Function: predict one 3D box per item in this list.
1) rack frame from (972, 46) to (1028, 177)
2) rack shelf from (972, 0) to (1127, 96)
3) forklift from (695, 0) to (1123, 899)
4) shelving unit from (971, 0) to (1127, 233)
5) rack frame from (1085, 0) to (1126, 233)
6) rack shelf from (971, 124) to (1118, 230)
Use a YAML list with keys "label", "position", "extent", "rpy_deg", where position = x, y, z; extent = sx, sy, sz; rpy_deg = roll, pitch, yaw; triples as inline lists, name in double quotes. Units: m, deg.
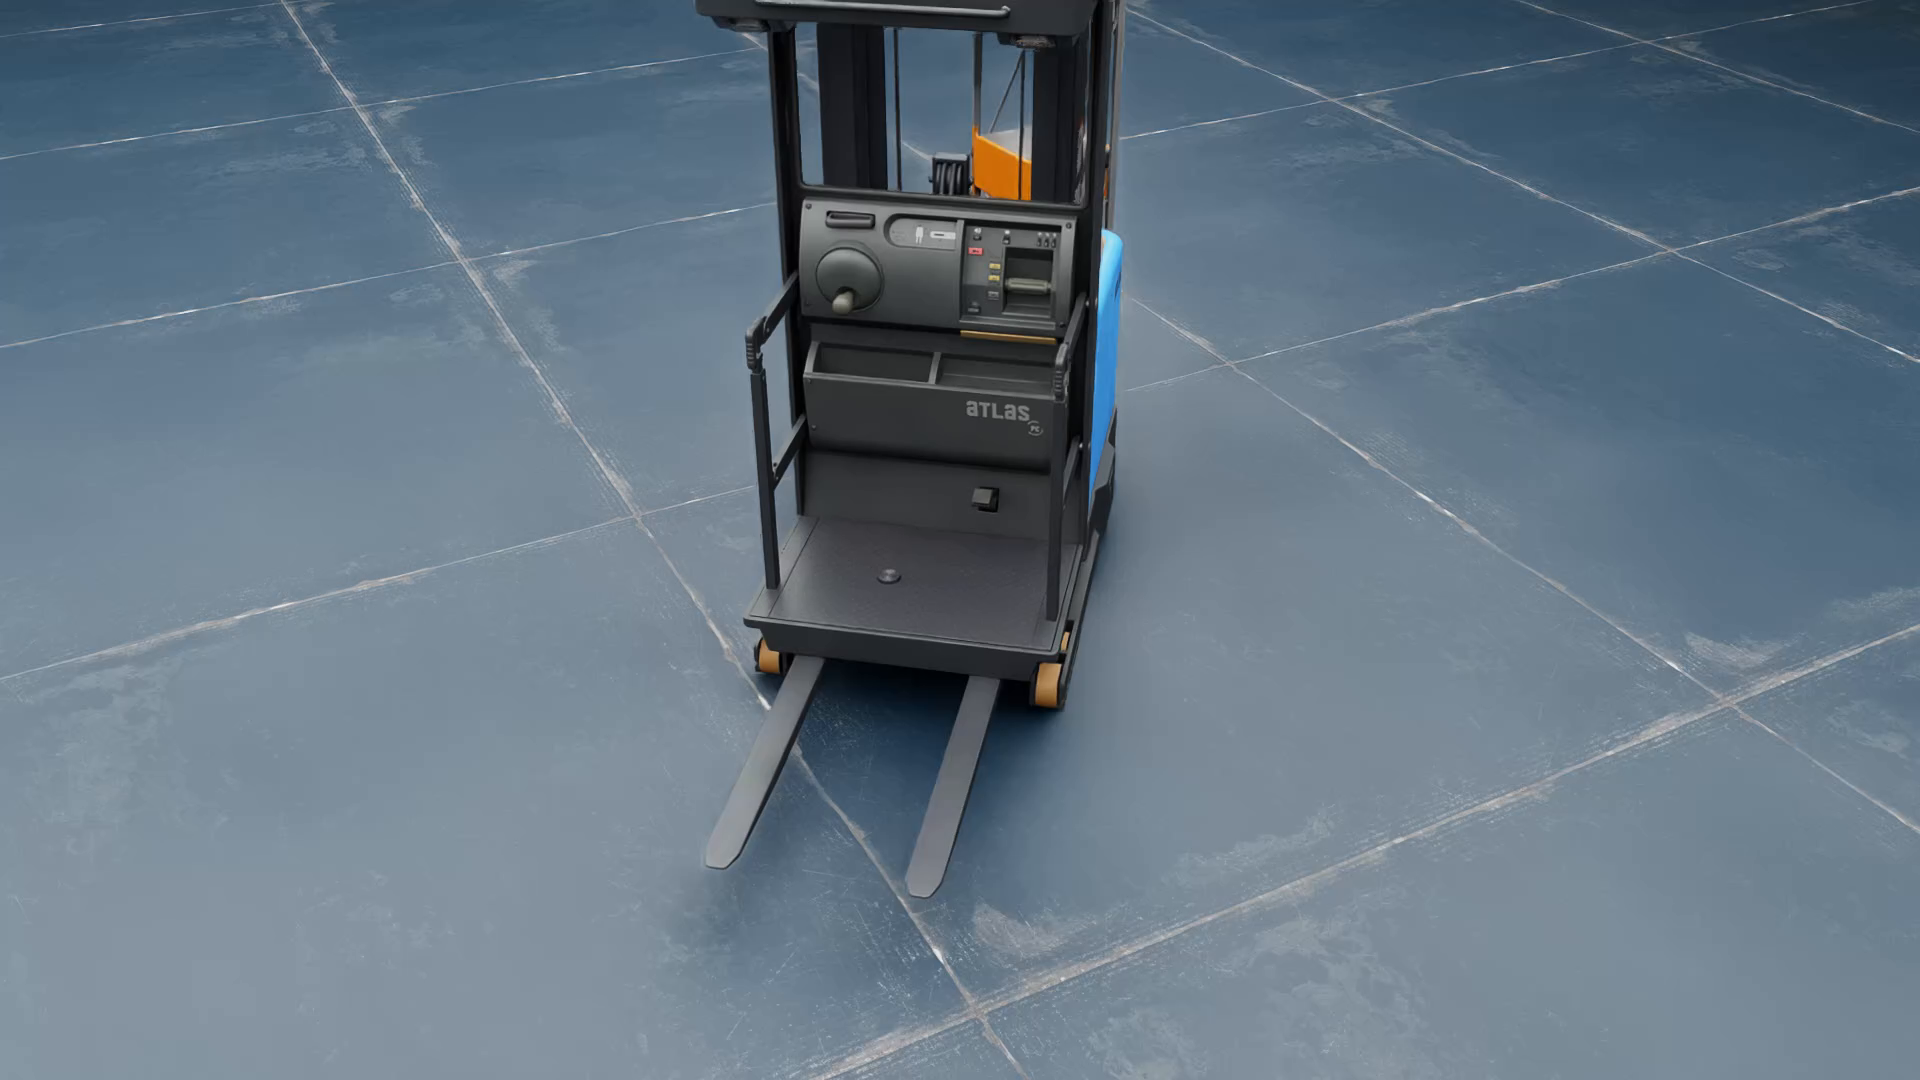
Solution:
- label: "rack frame"
  position: [0.227, -1.613, 7.316]
  extent: [0.400, 2.100, 0.015]
  rpy_deg: [-18, 36, -27]
- label: "rack shelf"
  position: [0.359, -2.087, 6.778]
  extent: [0.431, 0.518, 0.480]
  rpy_deg: [-18, 36, -27]
- label: "forklift"
  position: [-0.120, -0.861, 5.377]
  extent: [1.130, 2.935, 3.031]
  rpy_deg: [6, 33, 9]
- label: "shelving unit"
  position: [0.355, -1.503, 7.140]
  extent: [0.431, 2.100, 0.503]
  rpy_deg: [-18, 36, -27]
- label: "rack frame"
  position: [0.483, -1.393, 6.963]
  extent: [0.400, 2.100, 0.015]
  rpy_deg: [-18, 36, -27]
- label: "rack shelf"
  position: [0.355, -1.492, 7.147]
  extent: [0.431, 0.518, 0.480]
  rpy_deg: [-18, 36, -27]
